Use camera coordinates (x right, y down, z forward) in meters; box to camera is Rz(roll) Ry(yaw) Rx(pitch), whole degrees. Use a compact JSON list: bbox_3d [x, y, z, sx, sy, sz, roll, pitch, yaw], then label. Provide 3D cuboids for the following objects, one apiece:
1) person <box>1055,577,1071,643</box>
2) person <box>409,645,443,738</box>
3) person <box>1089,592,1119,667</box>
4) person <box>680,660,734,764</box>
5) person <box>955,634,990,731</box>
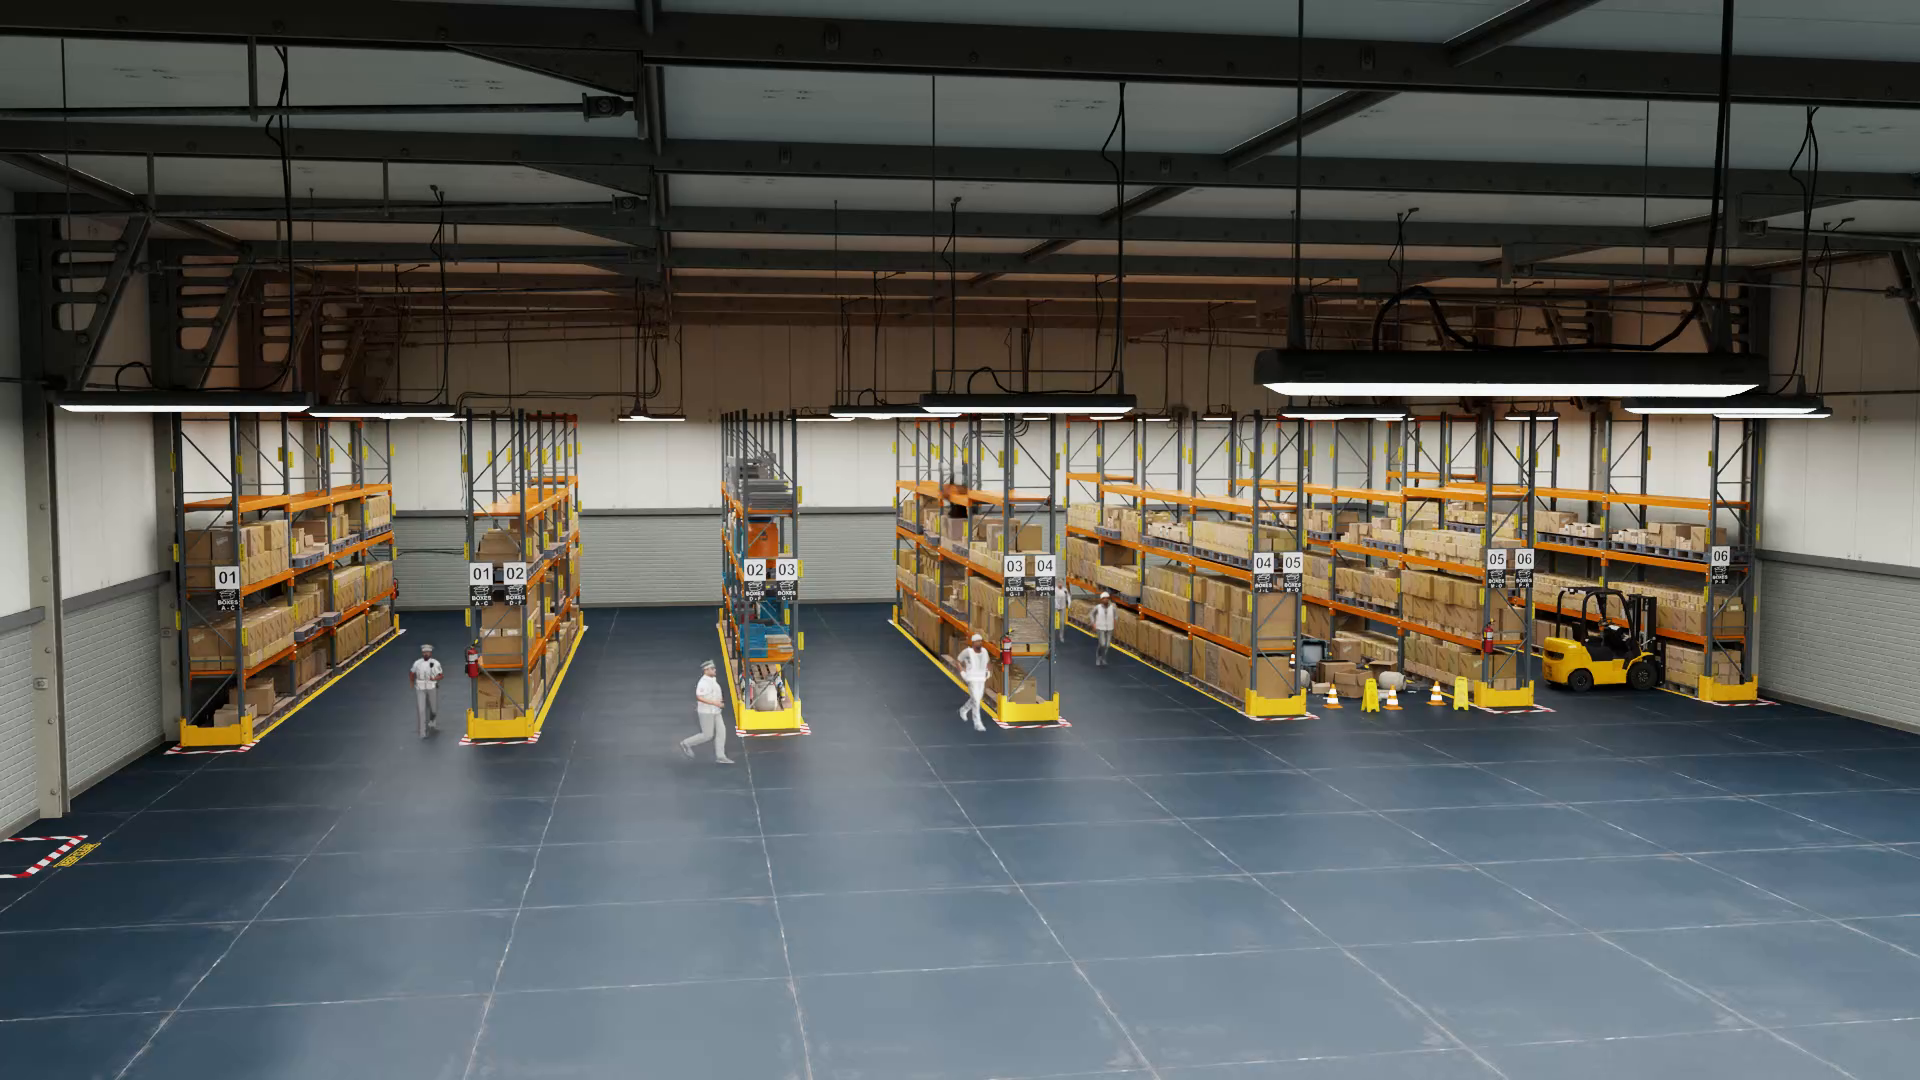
[{"bbox_3d":[2.635,1.826,43.919,0.641,1.704,0.778,-1,4,-10],"label":"person"},{"bbox_3d":[-9.822,2.755,30.576,0.619,1.674,0.834,-1,4,-13],"label":"person"},{"bbox_3d":[3.399,2.111,39.199,0.602,1.758,0.677,-1,4,-12],"label":"person"},{"bbox_3d":[-4.250,2.894,28.002,0.912,1.776,0.667,1,4,12],"label":"person"},{"bbox_3d":[0.267,2.656,31.413,0.693,1.794,0.910,-3,5,-36],"label":"person"}]
